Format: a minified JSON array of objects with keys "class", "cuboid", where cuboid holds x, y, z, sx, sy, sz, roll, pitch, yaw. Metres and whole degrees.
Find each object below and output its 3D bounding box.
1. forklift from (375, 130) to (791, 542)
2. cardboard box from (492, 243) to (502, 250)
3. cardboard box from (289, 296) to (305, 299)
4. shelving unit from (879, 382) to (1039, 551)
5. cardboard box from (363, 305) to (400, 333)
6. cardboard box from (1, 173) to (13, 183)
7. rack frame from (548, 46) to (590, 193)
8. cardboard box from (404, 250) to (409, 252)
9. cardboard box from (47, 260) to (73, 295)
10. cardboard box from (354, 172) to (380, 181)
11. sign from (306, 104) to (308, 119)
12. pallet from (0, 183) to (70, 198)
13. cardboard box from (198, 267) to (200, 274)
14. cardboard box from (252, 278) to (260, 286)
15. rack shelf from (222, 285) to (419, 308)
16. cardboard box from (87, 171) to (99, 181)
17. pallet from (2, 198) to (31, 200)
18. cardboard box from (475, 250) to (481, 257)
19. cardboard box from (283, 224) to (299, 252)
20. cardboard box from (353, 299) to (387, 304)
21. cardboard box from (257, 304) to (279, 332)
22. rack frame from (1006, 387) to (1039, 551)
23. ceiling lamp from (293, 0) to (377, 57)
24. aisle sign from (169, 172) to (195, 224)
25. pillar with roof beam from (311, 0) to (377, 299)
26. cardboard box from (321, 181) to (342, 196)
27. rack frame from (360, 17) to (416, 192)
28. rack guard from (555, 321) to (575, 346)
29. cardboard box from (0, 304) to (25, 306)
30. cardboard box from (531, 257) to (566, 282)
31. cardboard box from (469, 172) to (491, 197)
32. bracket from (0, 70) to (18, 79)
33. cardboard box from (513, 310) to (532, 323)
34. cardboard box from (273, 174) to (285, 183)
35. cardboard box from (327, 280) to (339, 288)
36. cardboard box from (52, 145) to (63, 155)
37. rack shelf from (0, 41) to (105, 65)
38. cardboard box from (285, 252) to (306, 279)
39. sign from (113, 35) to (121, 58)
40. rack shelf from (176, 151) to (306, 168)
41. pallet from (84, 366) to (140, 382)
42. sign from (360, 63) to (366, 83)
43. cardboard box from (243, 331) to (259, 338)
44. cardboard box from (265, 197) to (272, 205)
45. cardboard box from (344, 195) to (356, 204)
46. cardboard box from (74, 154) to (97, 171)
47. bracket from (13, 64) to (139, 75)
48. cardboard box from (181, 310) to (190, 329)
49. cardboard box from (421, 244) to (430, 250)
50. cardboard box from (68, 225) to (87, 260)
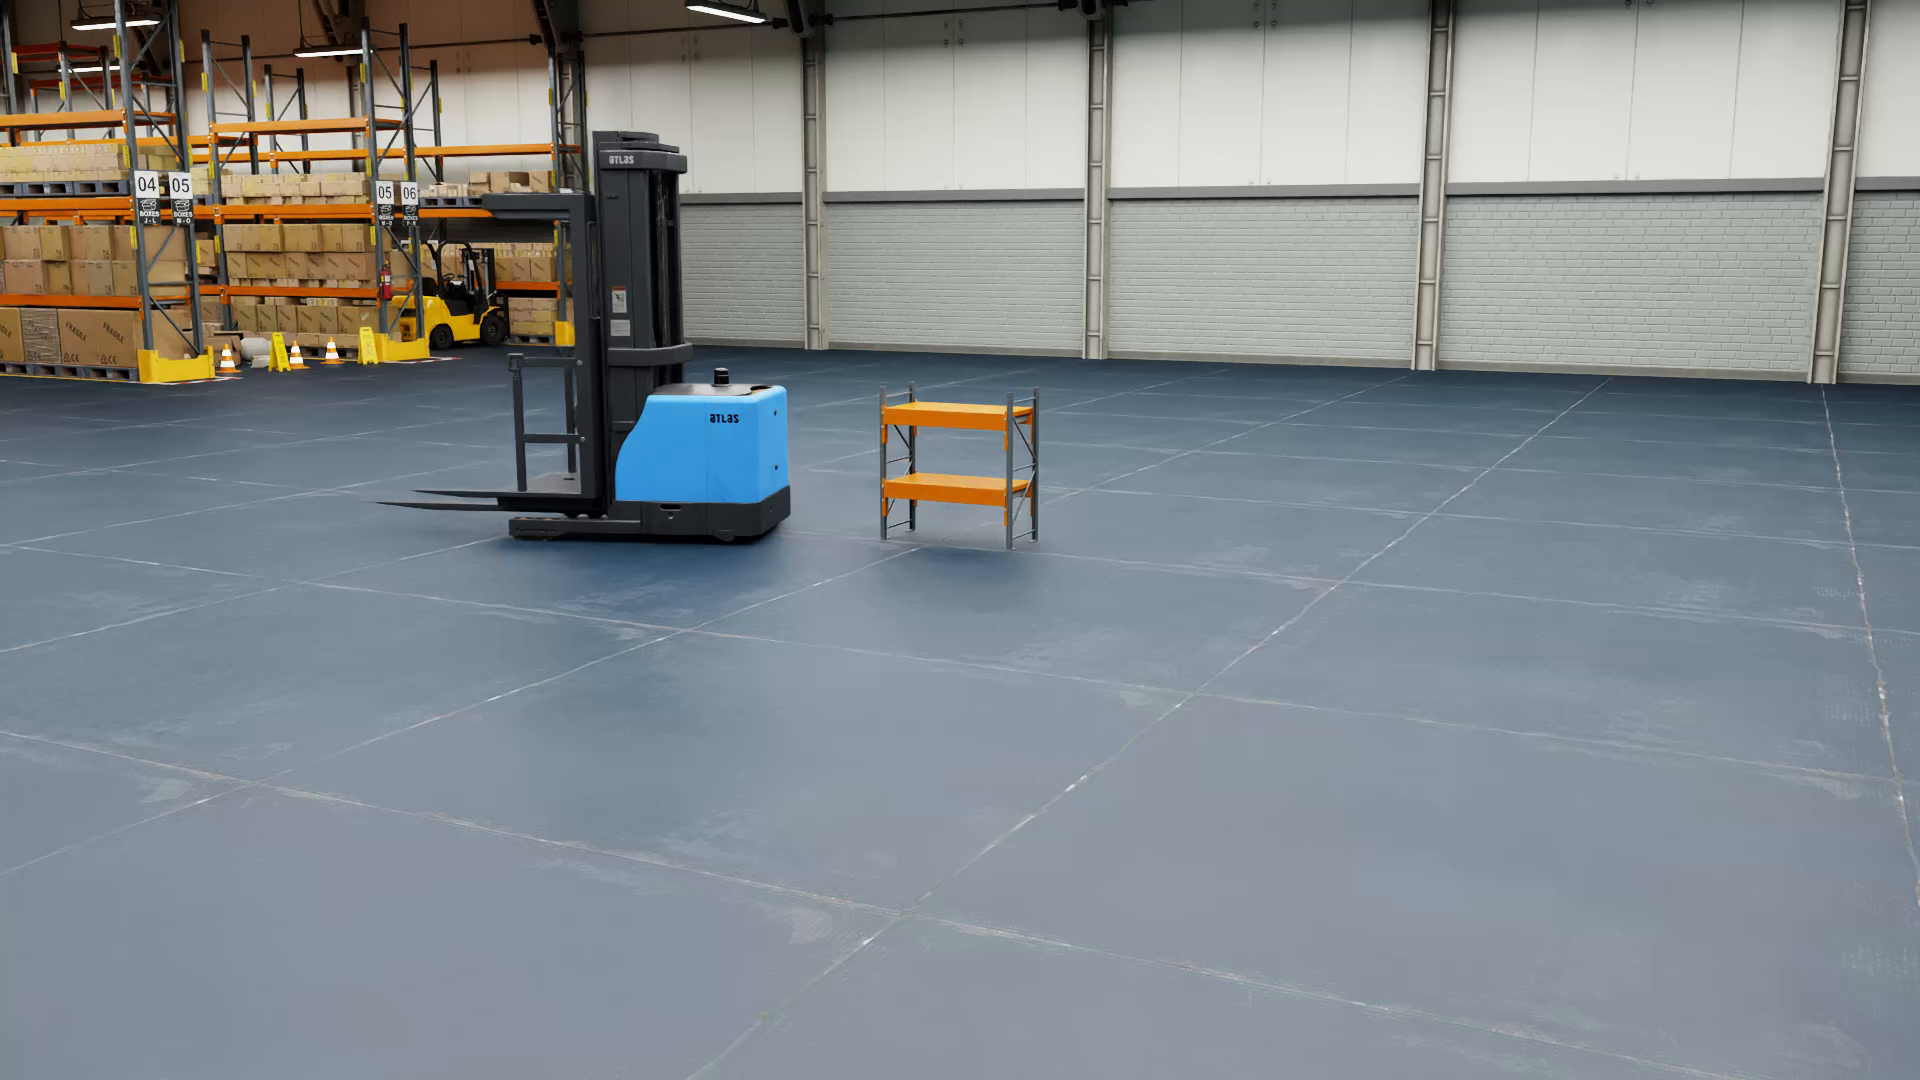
[{"class":"forklift","cuboid":[-2.874,-1.527,12.440,3.031,2.935,1.130,1,10,8]},{"class":"cardboard box","cuboid":[-9.633,-6.185,35.043,0.250,0.149,0.380,5,12,27]},{"class":"cardboard box","cuboid":[-15.533,-5.608,38.811,0.250,0.149,0.380,6,12,29]},{"class":"shelving unit","cuboid":[-0.006,-0.554,12.133,1.048,1.125,0.538,5,11,26]},{"class":"cardboard box","cuboid":[-10.845,-4.130,31.063,0.500,0.500,0.500,5,11,24]},{"class":"cardboard box","cuboid":[-15.052,-5.780,26.566,0.250,0.149,0.380,5,11,25]},{"class":"rack frame","cuboid":[-8.029,-8.543,34.164,0.127,3.000,1.000,5,11,26]},{"class":"cardboard box","cuboid":[-12.021,-6.266,36.326,0.250,0.149,0.380,5,12,28]},{"class":"cardboard box","cuboid":[-14.118,-4.234,26.782,0.500,0.550,0.875,5,11,26]},{"class":"cardboard box","cuboid":[-10.656,-6.522,29.888,0.250,0.149,0.380,5,11,26]},{"class":"sign","cuboid":[-14.961,-9.800,38.041,0.005,0.325,0.100,5,11,26]},{"class":"pallet","cuboid":[-15.180,-5.681,27.022,1.213,0.211,1.003,5,11,26]},{"class":"cardboard box","cuboid":[-14.622,-5.216,32.154,0.250,0.149,0.380,5,11,24]},{"class":"cardboard box","cuboid":[-13.167,-4.886,31.507,0.250,0.149,0.380,5,11,26]},{"class":"rack shelf","cuboid":[-12.016,-4.601,31.252,4.000,0.370,1.077,5,11,26]},{"class":"cardboard box","cuboid":[-13.226,-5.620,25.681,0.250,0.149,0.380,5,11,27]},{"class":"pallet","cuboid":[-19.001,-6.941,34.267,1.213,0.211,1.003,6,12,28]},{"class":"cardboard box","cuboid":[-10.069,-6.082,35.312,0.250,0.149,0.380,5,11,25]},{"class":"cardboard box","cuboid":[-12.116,-5.617,30.920,0.500,0.500,0.700,5,11,25]},{"class":"cardboard box","cuboid":[-13.457,-5.105,37.502,0.625,0.625,0.875,5,11,23]},{"class":"cardboard box","cuboid":[-12.914,-4.206,31.481,0.500,0.500,0.500,6,12,28]},{"class":"rack frame","cuboid":[0.450,-0.514,11.912,0.032,1.125,0.500,5,11,26]},{"class":"ceiling lamp","cuboid":[-12.465,-11.368,33.386,2.000,3.185,0.800,5,11,26]},{"class":"aisle sign","cuboid":[-12.125,-5.321,25.907,0.004,0.787,0.394,5,11,26]},{"class":"pillar with roof beam","cuboid":[-15.540,-8.527,34.076,0.548,9.000,9.100,5,11,26]},{"class":"cardboard box","cuboid":[-11.245,-6.386,30.254,0.500,0.250,0.500,5,11,25]},{"class":"rack frame","cuboid":[-10.222,-7.750,29.782,0.127,3.000,1.000,5,11,26]},{"class":"rack guard","cuboid":[-8.008,-4.359,34.911,0.348,0.500,1.175,5,11,26]},{"class":"cardboard box","cuboid":[-19.579,-4.798,35.108,0.875,0.875,0.875,5,12,27]},{"class":"cardboard box","cuboid":[-8.587,-5.637,34.672,0.500,0.500,0.500,5,11,25]},{"class":"cardboard box","cuboid":[-9.916,-7.518,35.176,0.637,0.503,0.797,5,12,28]},{"class":"bracket","cuboid":[-24.182,-11.842,42.285,0.430,0.232,0.235,5,11,26]},{"class":"cardboard box","cuboid":[-9.049,-4.720,35.025,0.500,0.250,0.500,5,11,25]},{"class":"cardboard box","cuboid":[-12.479,-6.687,30.799,0.250,0.149,0.380,5,11,25]},{"class":"cardboard box","cuboid":[-11.393,-4.711,30.541,0.250,0.149,0.380,5,12,27]},{"class":"cardboard box","cuboid":[-13.914,-6.072,25.944,0.250,0.149,0.380,5,11,25]},{"class":"rack shelf","cuboid":[-19.190,-9.819,33.905,4.000,0.370,1.077,5,11,26]},{"class":"cardboard box","cuboid":[-12.171,-5.115,30.955,0.500,0.500,0.500,5,11,26]},{"class":"sign","cuboid":[-12.575,-7.364,24.807,0.005,0.325,0.100,5,11,26]},{"class":"rack shelf","cuboid":[-16.997,-8.780,38.618,4.000,0.370,1.077,5,11,26]},{"class":"pallet","cuboid":[-13.073,-2.678,26.432,1.213,0.211,1.003,5,11,26]},{"class":"sign","cuboid":[-10.486,-8.200,29.204,0.005,0.325,0.100,5,11,26]},{"class":"cardboard box","cuboid":[-13.400,-3.877,31.771,0.500,0.250,0.500,4,11,23]},{"class":"cardboard box","cuboid":[-12.715,-6.321,31.017,0.250,0.149,0.380,5,11,24]},{"class":"cardboard box","cuboid":[-10.903,-6.148,30.060,0.250,0.149,0.380,5,11,26]},{"class":"cardboard box","cuboid":[-13.333,-5.837,25.763,0.500,0.250,0.500,5,11,26]},{"class":"bracket","cuboid":[-21.856,-11.638,41.156,4.783,0.066,0.076,5,11,26]},{"class":"cardboard box","cuboid":[-14.570,-3.969,30.630,0.500,0.500,0.500,5,11,26]},{"class":"cardboard box","cuboid":[-11.462,-6.348,35.946,0.250,0.149,0.380,5,12,27]},{"class":"cardboard box","cuboid":[-13.613,-4.734,26.513,0.550,0.550,0.875,5,11,26]}]
